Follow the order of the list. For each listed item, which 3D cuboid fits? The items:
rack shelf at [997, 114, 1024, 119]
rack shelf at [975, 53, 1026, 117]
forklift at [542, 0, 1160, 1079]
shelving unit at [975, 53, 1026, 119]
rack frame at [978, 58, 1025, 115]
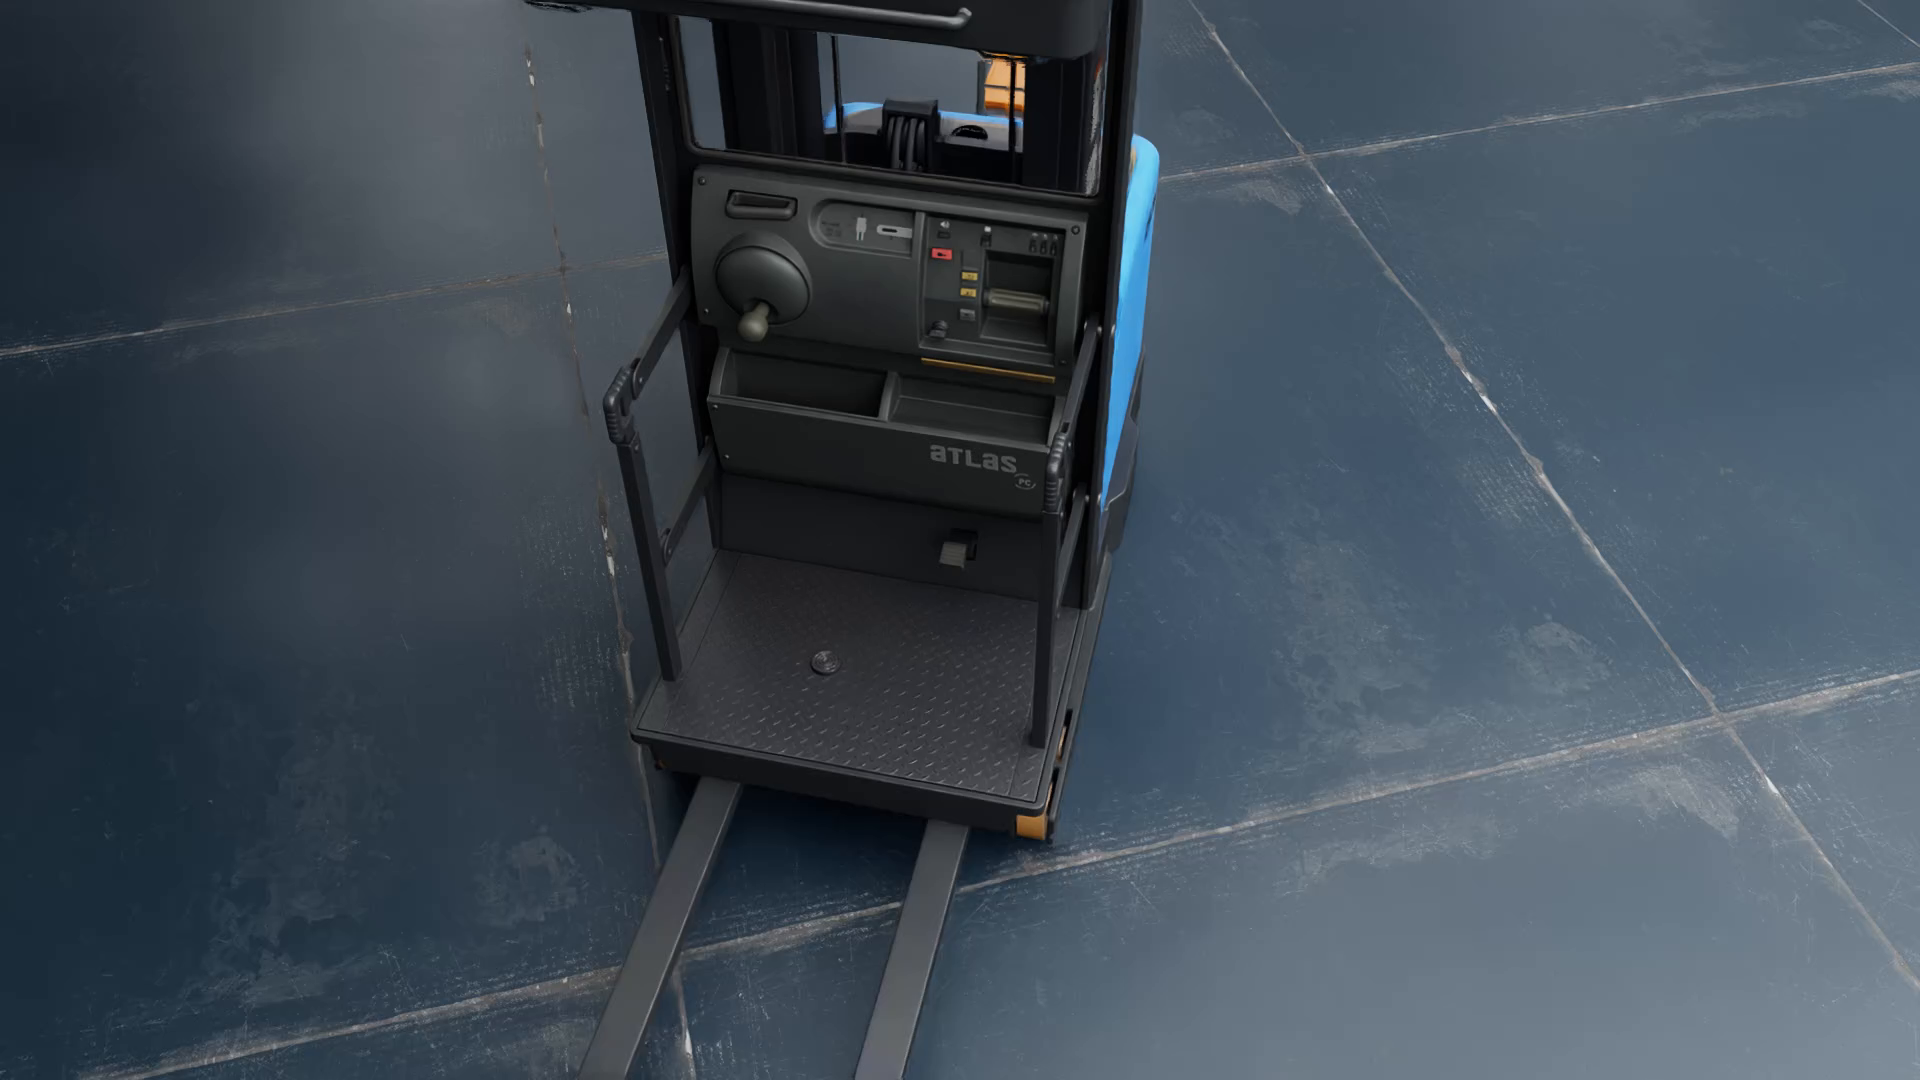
[{"bbox_3d":[0.221,-1.277,5.438,0.258,0.148,0.480,8,46,8],"label":"rack shelf"},{"bbox_3d":[0.222,-1.444,5.271,0.258,0.148,0.480,8,46,8],"label":"rack shelf"},{"bbox_3d":[-0.220,-0.527,3.714,1.130,2.935,3.031,9,46,9],"label":"forklift"},{"bbox_3d":[0.221,-1.166,5.548,0.258,1.200,0.503,8,46,8],"label":"shelving unit"},{"bbox_3d":[0.172,-0.997,5.379,0.240,1.200,0.015,8,46,8],"label":"rack frame"}]
